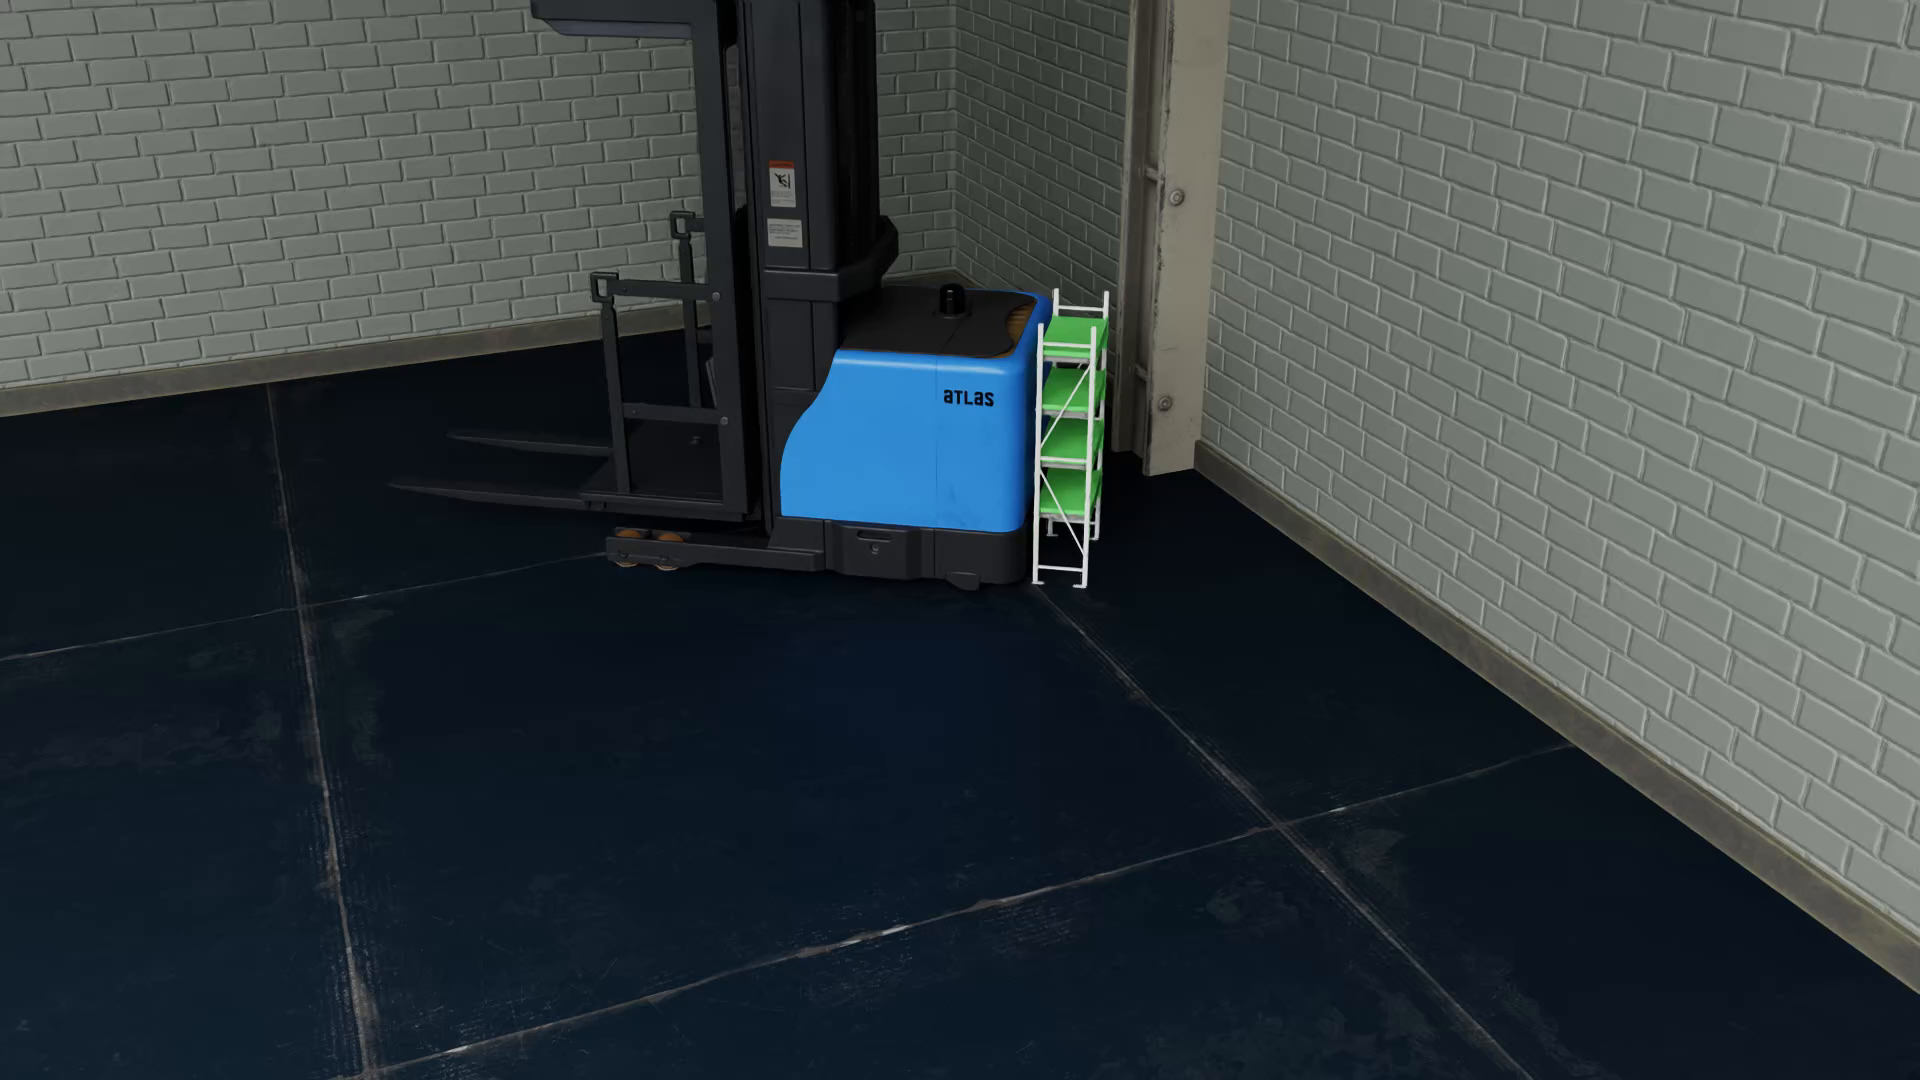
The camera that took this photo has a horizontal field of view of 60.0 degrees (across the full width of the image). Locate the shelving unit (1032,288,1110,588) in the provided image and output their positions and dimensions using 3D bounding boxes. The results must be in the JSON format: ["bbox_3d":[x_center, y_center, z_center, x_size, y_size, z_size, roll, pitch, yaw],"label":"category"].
[{"bbox_3d":[0.485,-0.445,7.294,0.258,1.200,0.503,5,26,9],"label":"shelving unit"}]

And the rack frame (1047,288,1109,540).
[{"bbox_3d":[0.529,-0.550,7.510,0.240,1.200,0.015,5,26,9],"label":"rack frame"}]

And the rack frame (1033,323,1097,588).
[{"bbox_3d":[0.440,-0.340,7.078,0.240,1.200,0.015,5,26,9],"label":"rack frame"}]

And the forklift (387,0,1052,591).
[{"bbox_3d":[-1.132,-1.400,7.277,3.031,2.935,1.130,5,26,9],"label":"forklift"}]

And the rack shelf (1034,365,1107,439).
[{"bbox_3d":[0.485,-0.603,7.217,0.258,0.148,0.480,5,26,9],"label":"rack shelf"}]

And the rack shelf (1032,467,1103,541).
[{"bbox_3d":[0.485,-0.172,7.427,0.258,0.148,0.480,5,26,9],"label":"rack shelf"}]

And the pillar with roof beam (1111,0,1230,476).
[{"bbox_3d":[-2.954,-3.732,5.137,9.100,9.000,0.400,-11,28,-21],"label":"pillar with roof beam"}]

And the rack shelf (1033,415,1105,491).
[{"bbox_3d":[0.485,-0.388,7.322,0.258,0.148,0.480,5,26,9],"label":"rack shelf"}]

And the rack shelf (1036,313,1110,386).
[{"bbox_3d":[0.485,-0.819,7.111,0.258,0.148,0.480,5,26,9],"label":"rack shelf"}]
